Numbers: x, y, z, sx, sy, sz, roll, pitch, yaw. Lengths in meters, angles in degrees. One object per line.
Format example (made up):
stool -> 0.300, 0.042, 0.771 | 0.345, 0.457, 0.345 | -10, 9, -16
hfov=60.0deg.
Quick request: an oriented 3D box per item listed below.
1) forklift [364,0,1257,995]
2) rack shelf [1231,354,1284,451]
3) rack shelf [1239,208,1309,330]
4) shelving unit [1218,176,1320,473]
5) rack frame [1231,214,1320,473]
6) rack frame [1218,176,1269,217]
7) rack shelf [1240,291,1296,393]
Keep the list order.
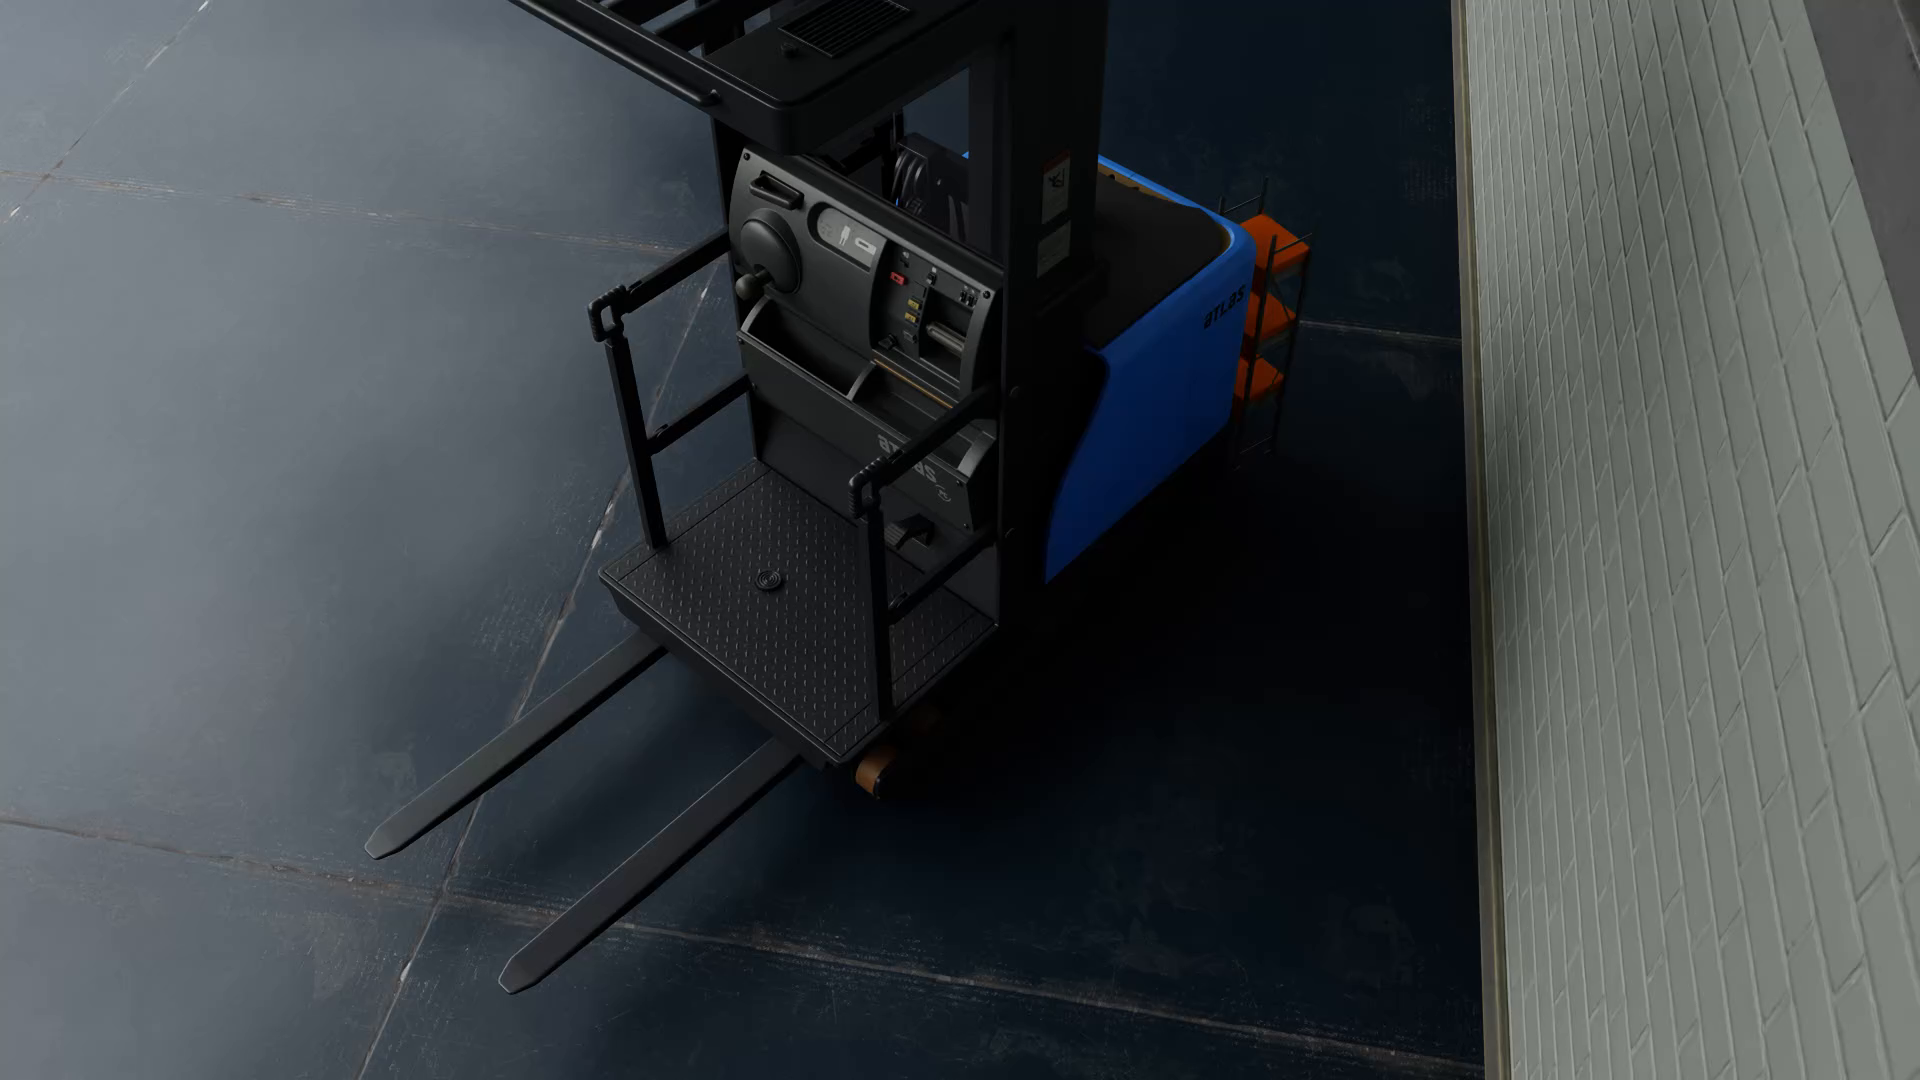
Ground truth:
forklift -> -0.417, -0.636, 4.351 | 1.130, 2.935, 3.031 | 34, 56, 27
rack shelf -> 0.988, -0.519, 5.899 | 0.215, 0.259, 0.240 | -27, 54, -23
rack shelf -> 0.988, -0.895, 5.481 | 0.215, 0.259, 0.240 | -27, 54, -23
shelving unit -> 0.988, -0.712, 5.684 | 0.215, 1.050, 0.252 | -27, 54, -23
rack frame -> 1.058, -0.638, 5.617 | 0.200, 1.050, 0.008 | -27, 54, -23
rack frame -> 0.918, -0.787, 5.751 | 0.200, 1.050, 0.008 | -27, 54, -23
rack shelf -> 0.988, -0.705, 5.692 | 0.215, 0.259, 0.240 | -27, 54, -23
